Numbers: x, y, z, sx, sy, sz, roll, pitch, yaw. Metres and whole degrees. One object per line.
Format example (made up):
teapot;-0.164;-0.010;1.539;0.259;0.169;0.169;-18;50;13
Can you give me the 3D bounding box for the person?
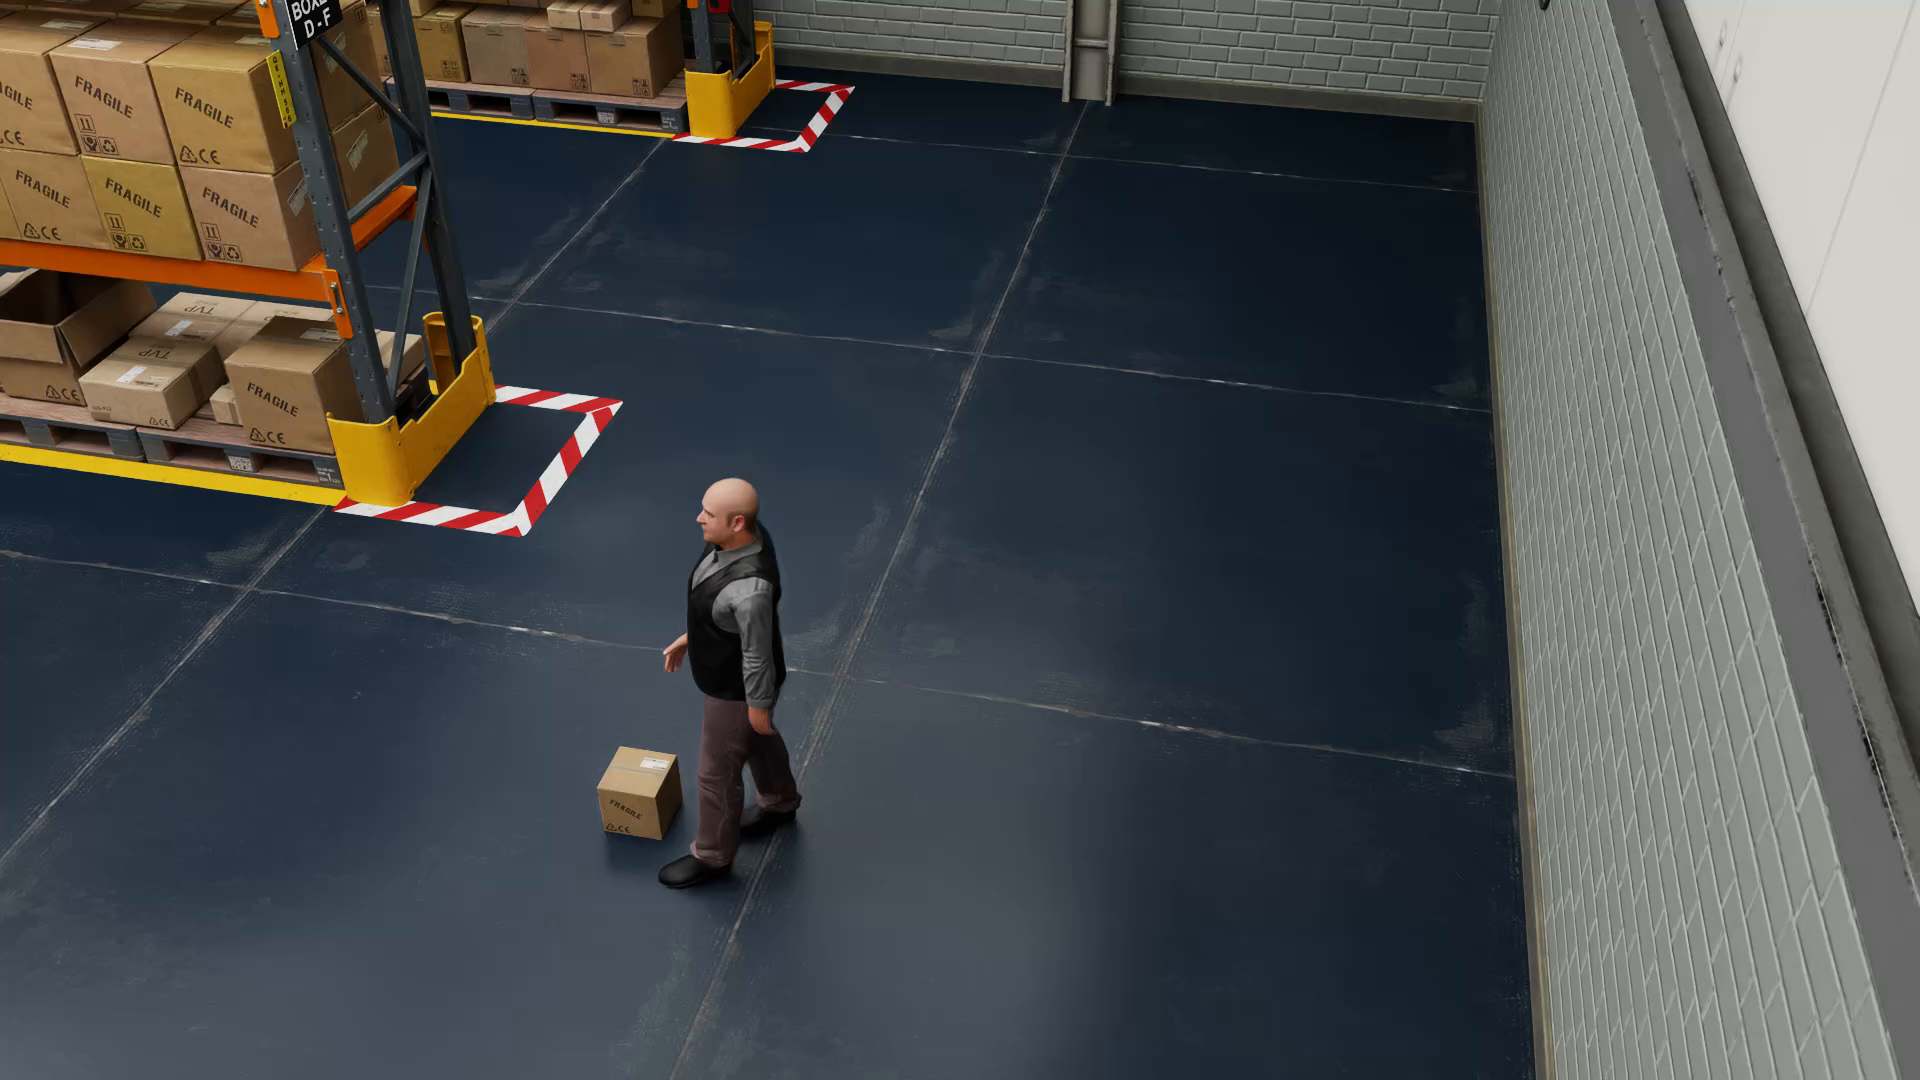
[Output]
person;-0.930;0.523;6.265;0.602;1.734;0.546;-6;37;-7
